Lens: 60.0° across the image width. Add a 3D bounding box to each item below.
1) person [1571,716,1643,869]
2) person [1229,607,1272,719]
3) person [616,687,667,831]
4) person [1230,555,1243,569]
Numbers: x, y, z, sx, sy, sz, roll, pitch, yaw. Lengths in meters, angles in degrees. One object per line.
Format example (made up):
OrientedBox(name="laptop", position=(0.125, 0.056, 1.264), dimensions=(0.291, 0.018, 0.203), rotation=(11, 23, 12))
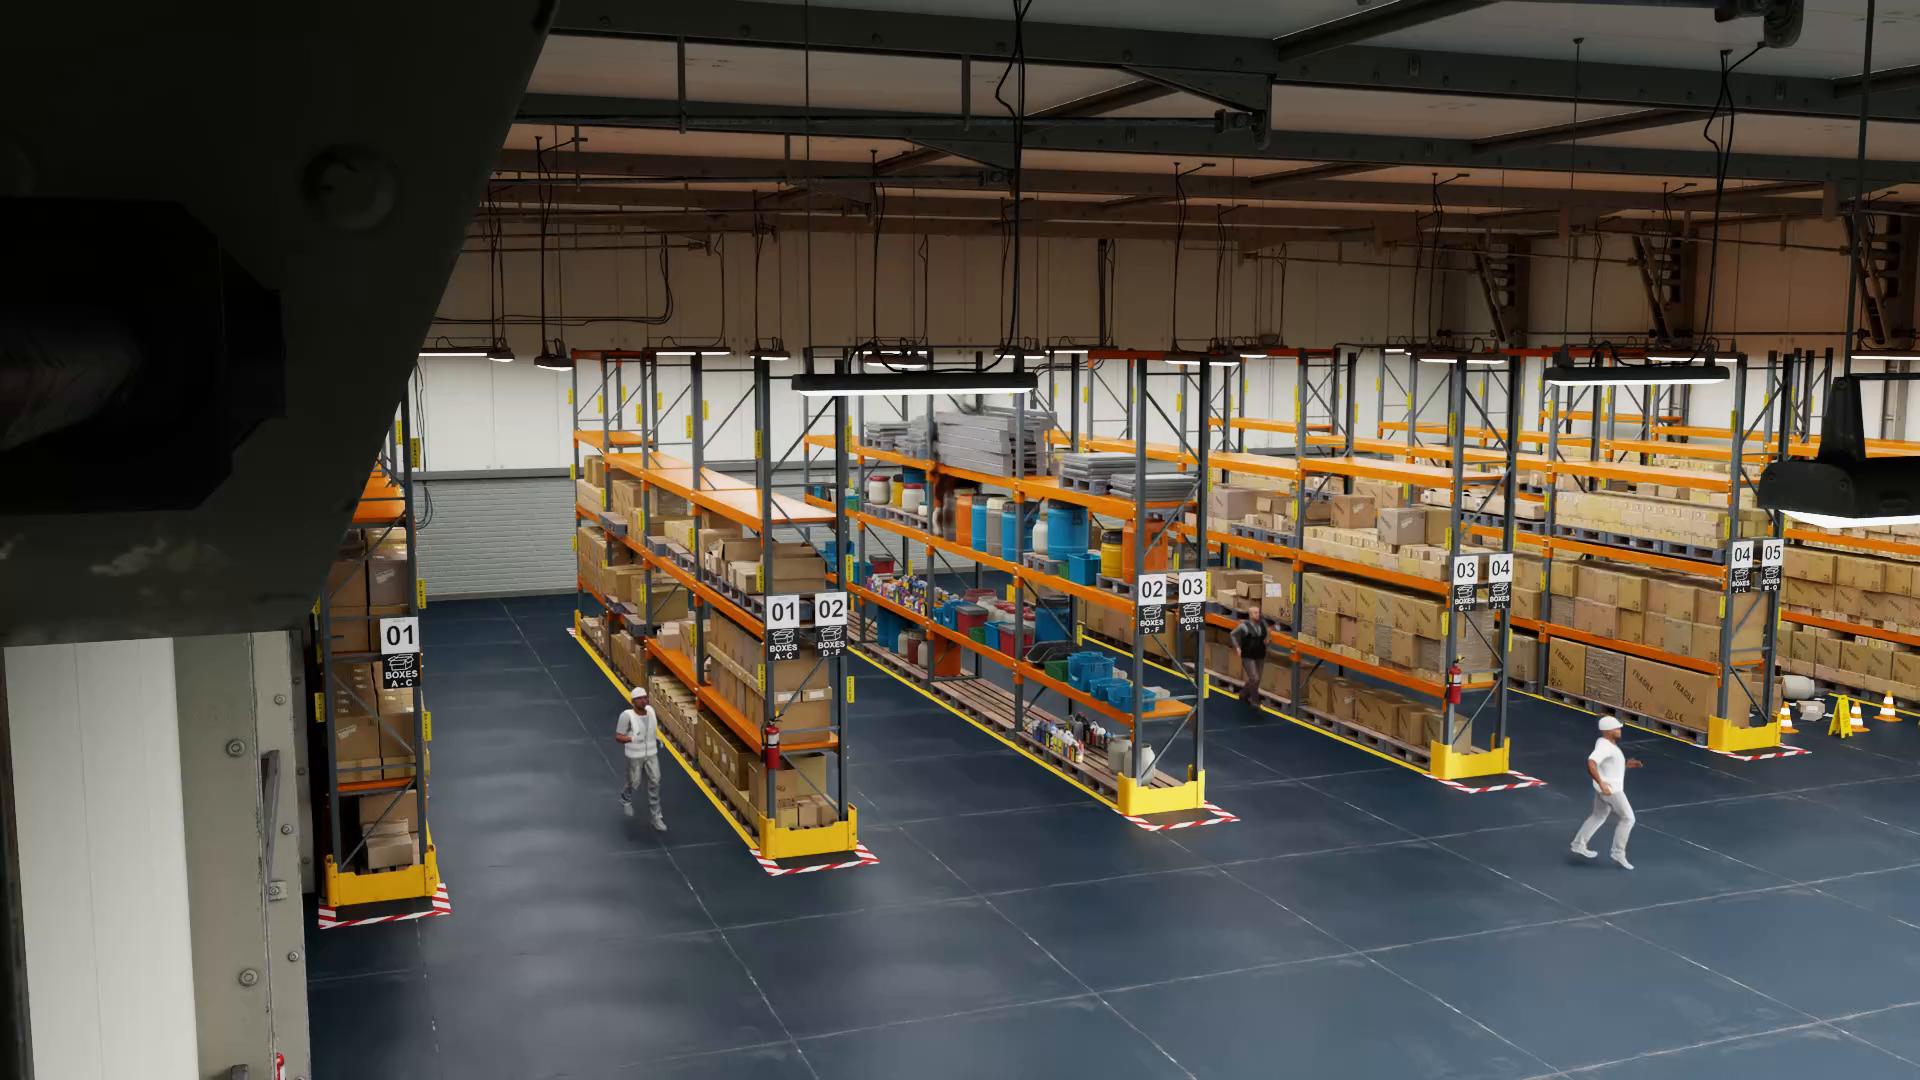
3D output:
OrientedBox(name="person", position=(7.723, 3.000, 19.812), dimensions=(0.765, 1.818, 0.676), rotation=(1, 7, 10))
OrientedBox(name="person", position=(4.738, 1.960, 27.021), dimensions=(0.546, 1.759, 0.798), rotation=(-4, 8, -29))
OrientedBox(name="person", position=(-4.089, 2.770, 21.320), dimensions=(0.675, 1.786, 0.967), rotation=(-5, 9, -37))
OrientedBox(name="person", position=(6.955, 0.379, 41.431), dimensions=(0.505, 1.651, 0.680), rotation=(4, 8, 32))
